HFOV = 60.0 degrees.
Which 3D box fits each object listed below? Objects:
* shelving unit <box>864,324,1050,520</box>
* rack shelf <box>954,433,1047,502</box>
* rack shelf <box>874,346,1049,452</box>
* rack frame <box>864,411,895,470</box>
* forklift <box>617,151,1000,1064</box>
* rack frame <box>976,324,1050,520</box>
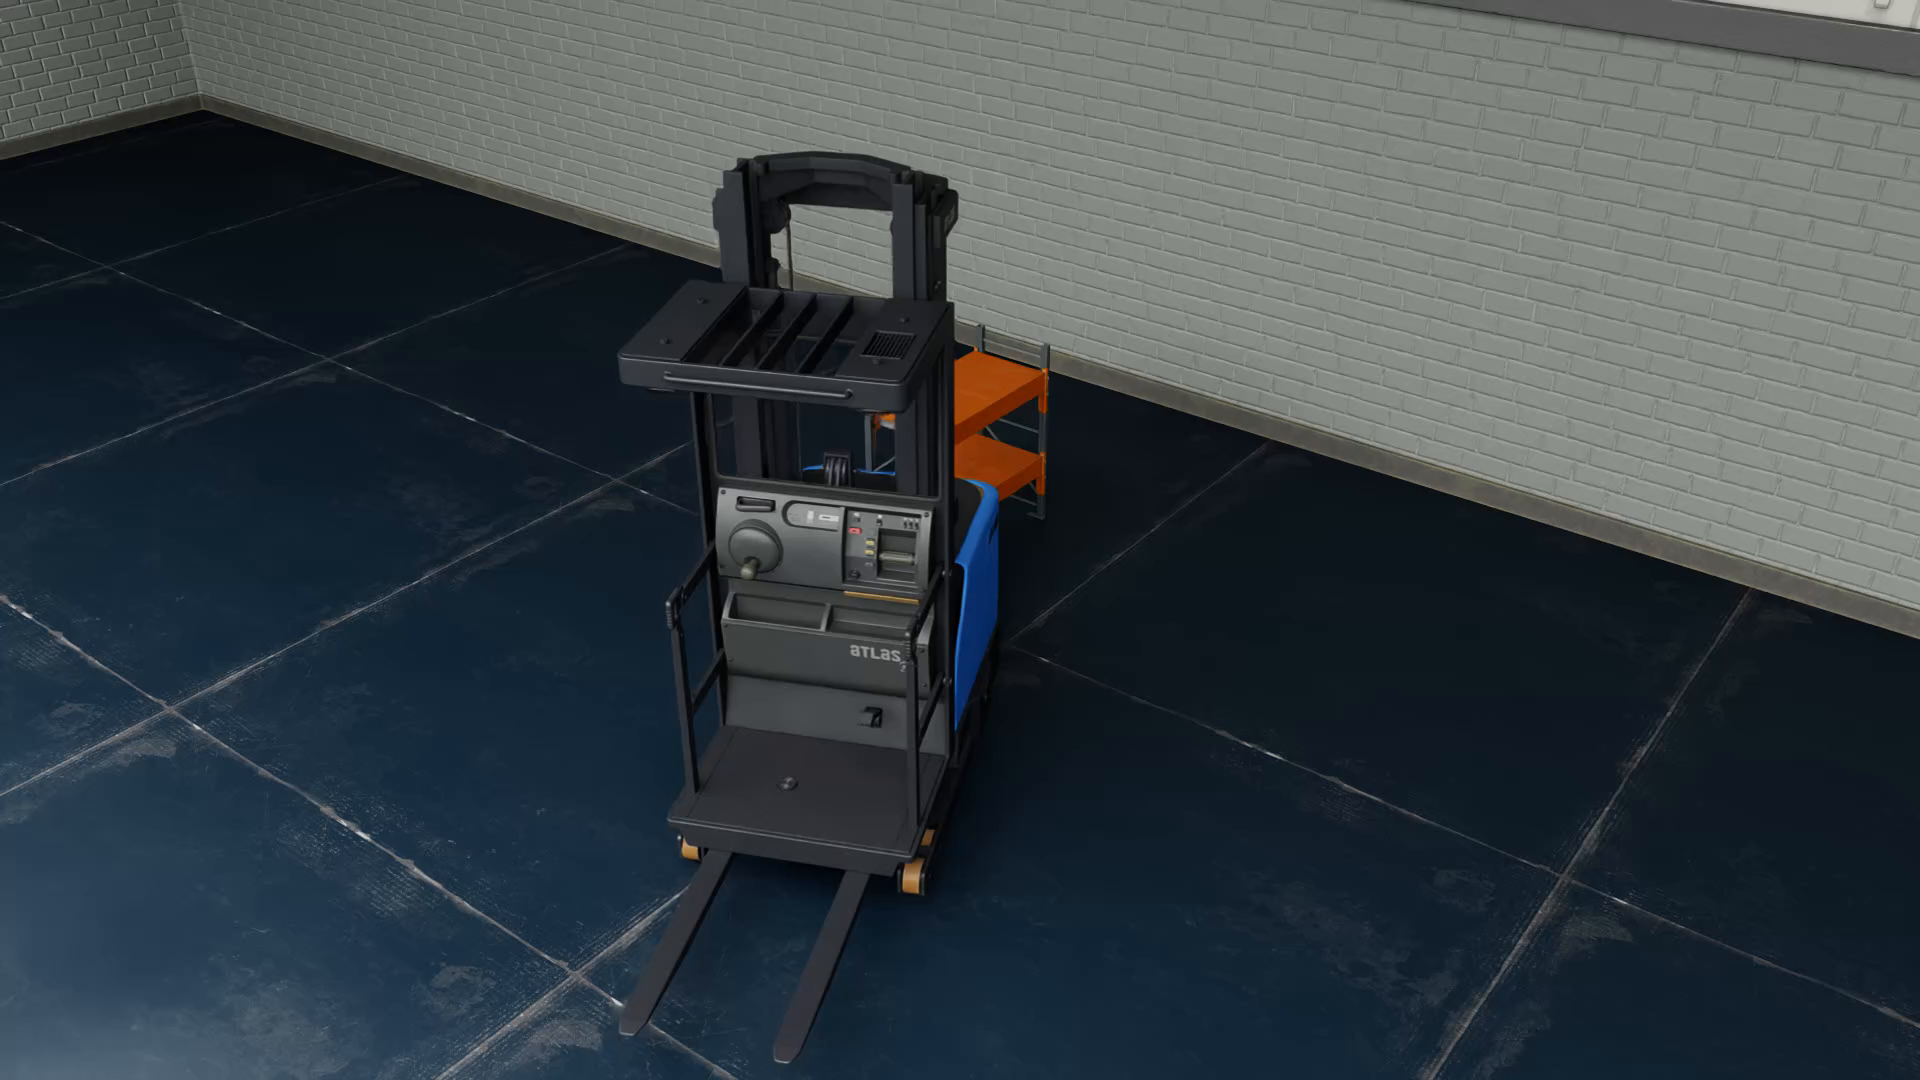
[{"bbox_3d":[-0.004,-0.481,9.459,0.538,1.125,1.048,21,37,31],"label":"shelving unit"},{"bbox_3d":[-0.004,-0.271,9.583,0.538,0.278,1.000,21,37,31],"label":"rack shelf"},{"bbox_3d":[-0.004,-0.733,9.309,0.538,0.278,1.000,21,37,31],"label":"rack shelf"},{"bbox_3d":[-0.311,-0.275,9.110,0.500,1.125,0.032,21,37,31],"label":"rack frame"},{"bbox_3d":[-0.617,0.056,6.781,1.130,2.935,3.031,7,31,11],"label":"forklift"},{"bbox_3d":[0.303,-0.688,9.807,0.500,1.125,0.032,21,37,31],"label":"rack frame"}]
